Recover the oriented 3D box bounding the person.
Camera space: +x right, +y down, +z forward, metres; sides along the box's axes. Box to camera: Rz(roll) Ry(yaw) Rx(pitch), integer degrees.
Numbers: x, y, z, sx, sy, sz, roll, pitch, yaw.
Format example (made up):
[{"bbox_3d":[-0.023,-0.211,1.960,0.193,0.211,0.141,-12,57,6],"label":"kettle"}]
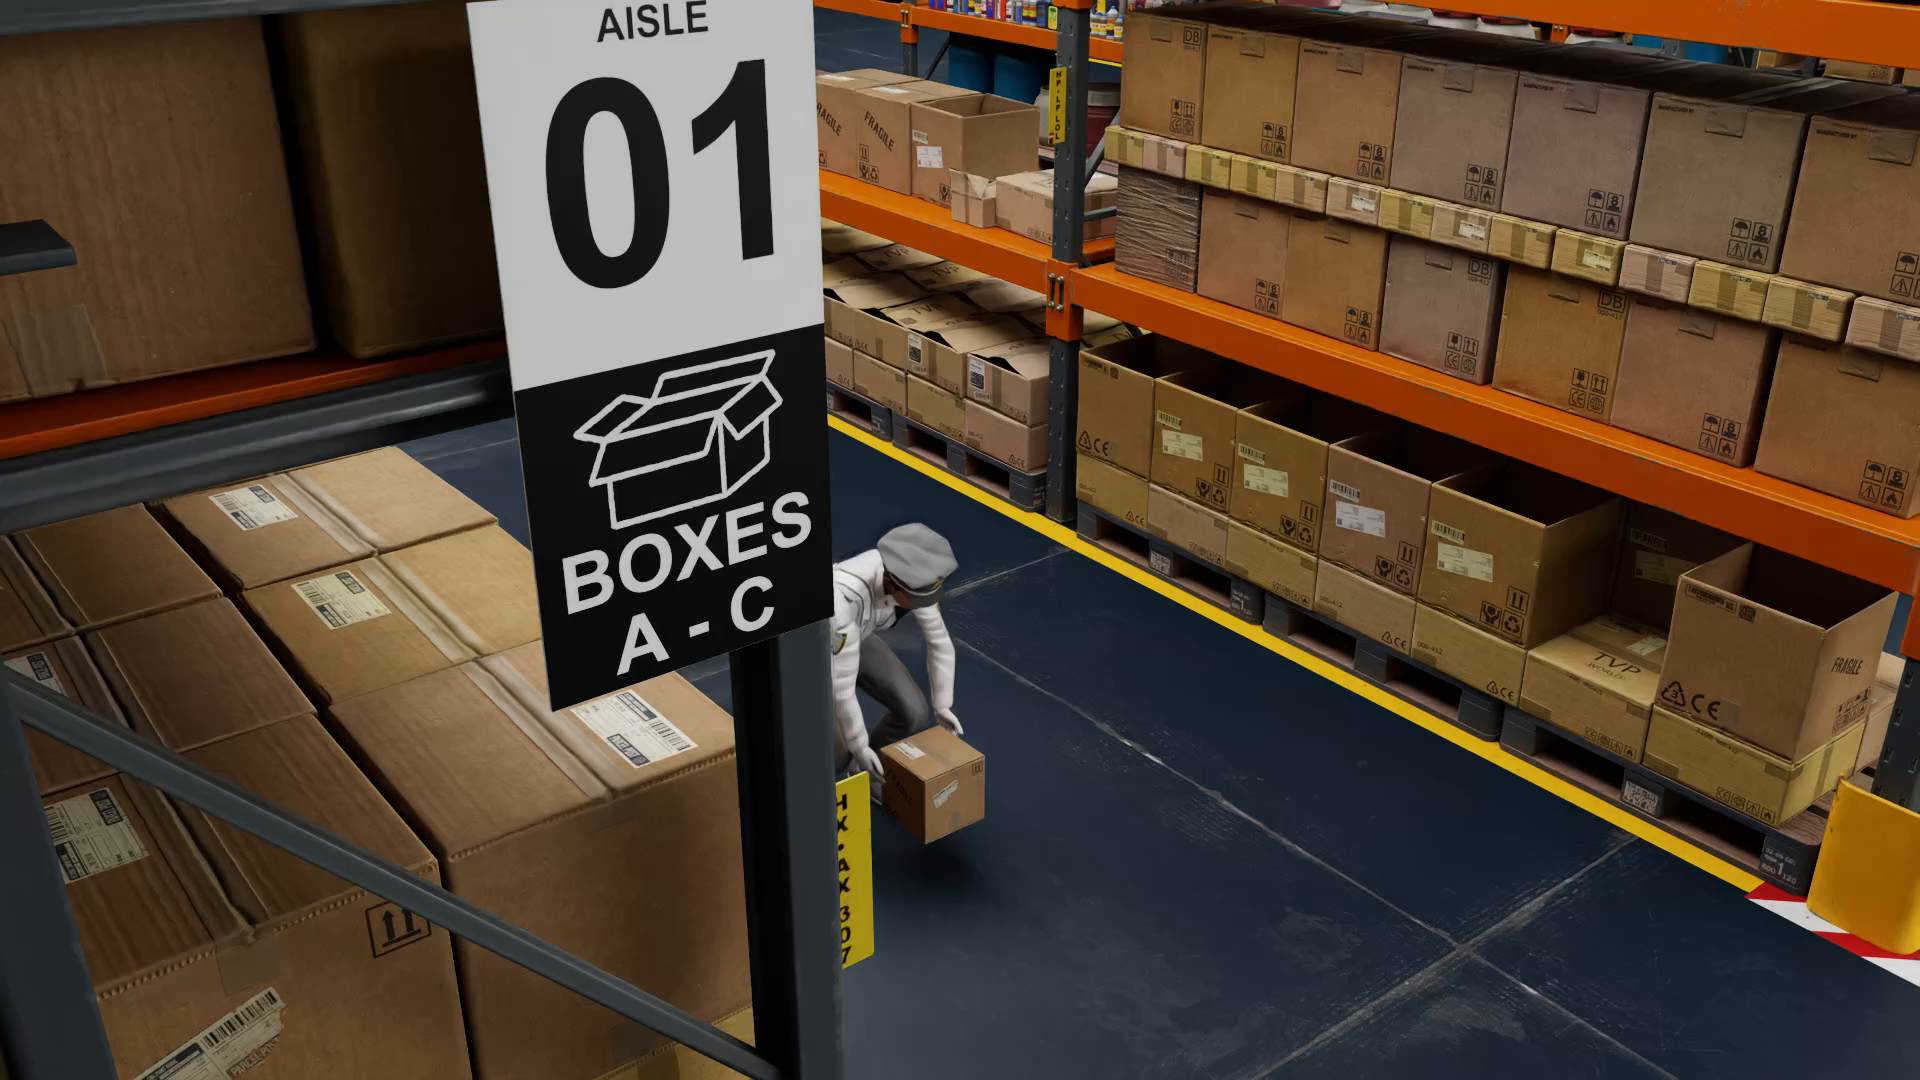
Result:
[{"bbox_3d":[-0.312,0.439,5.733,0.524,1.188,0.789,-18,31,-34],"label":"person"}]
